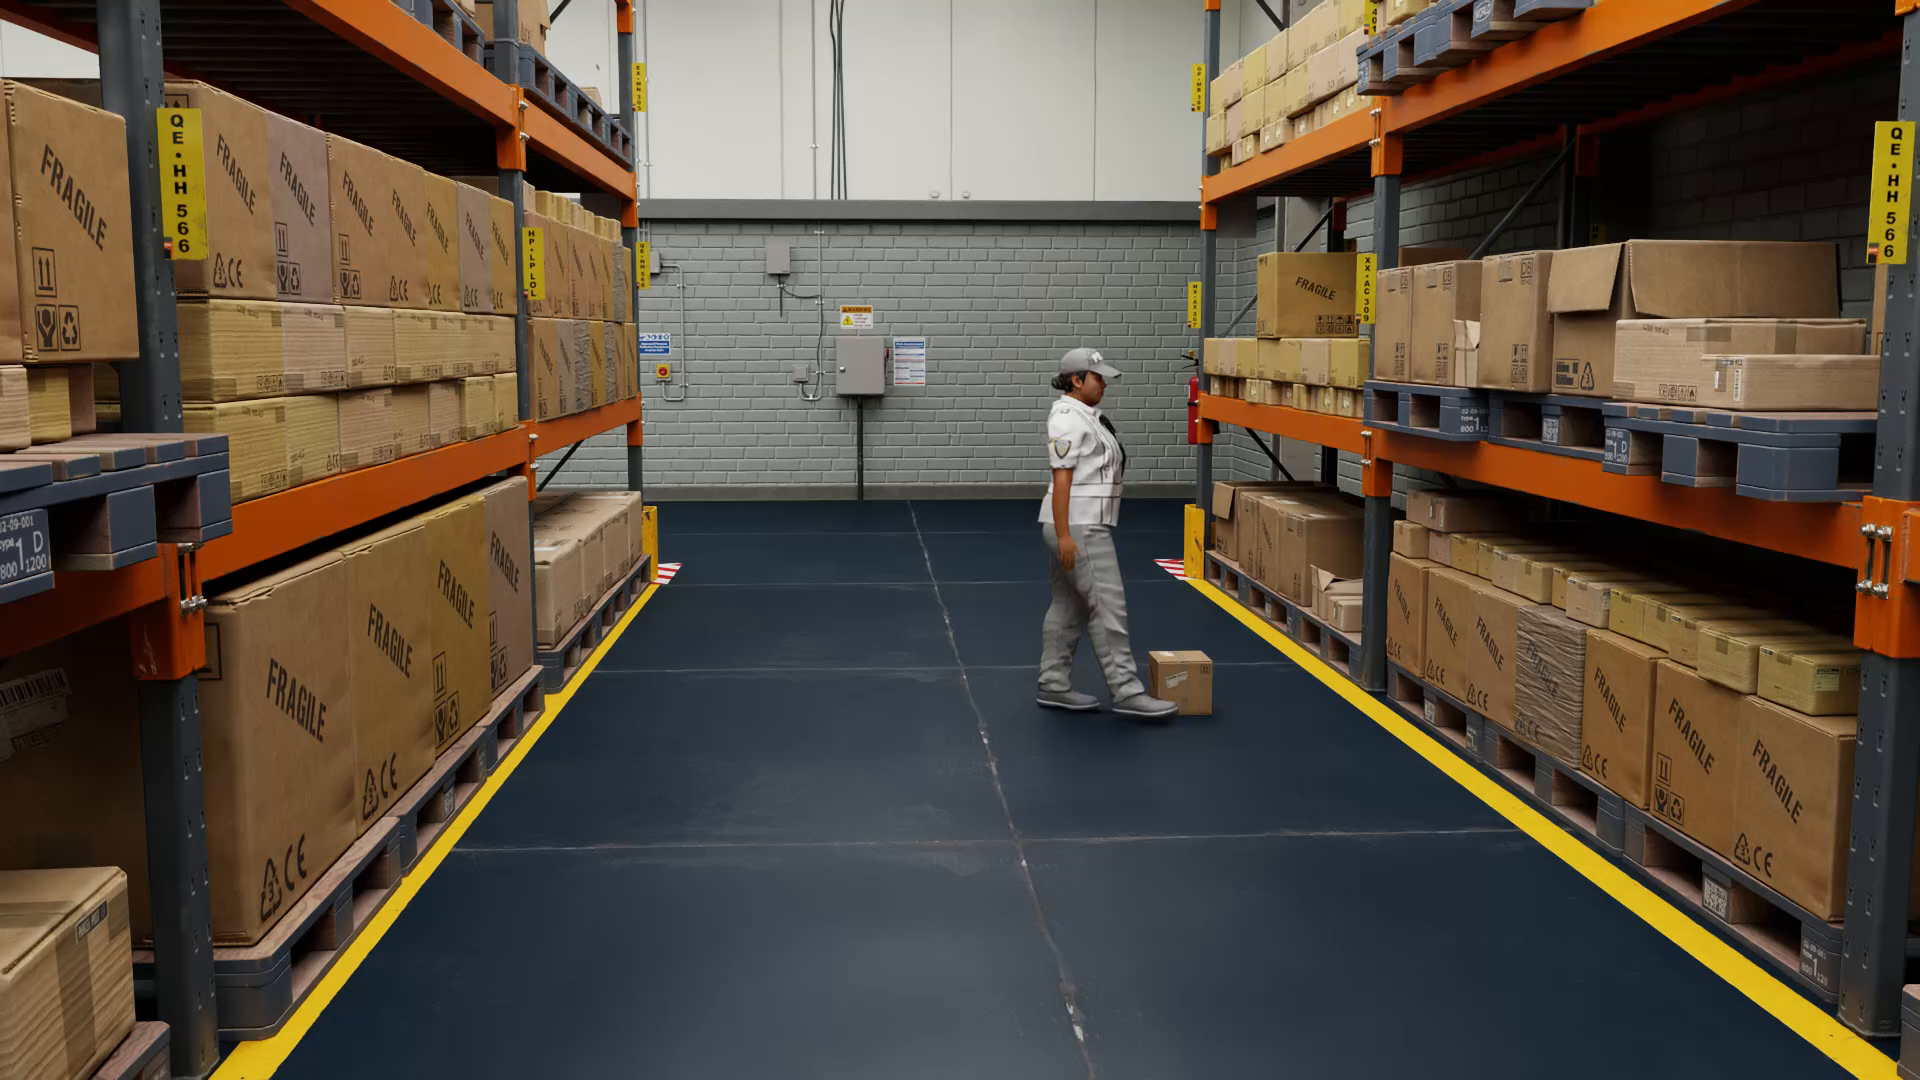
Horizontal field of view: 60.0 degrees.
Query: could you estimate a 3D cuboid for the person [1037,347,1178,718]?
[{"bbox_3d":[0.671,-0.041,7.530,0.650,1.653,0.481,1,7,7],"label":"person"}]
